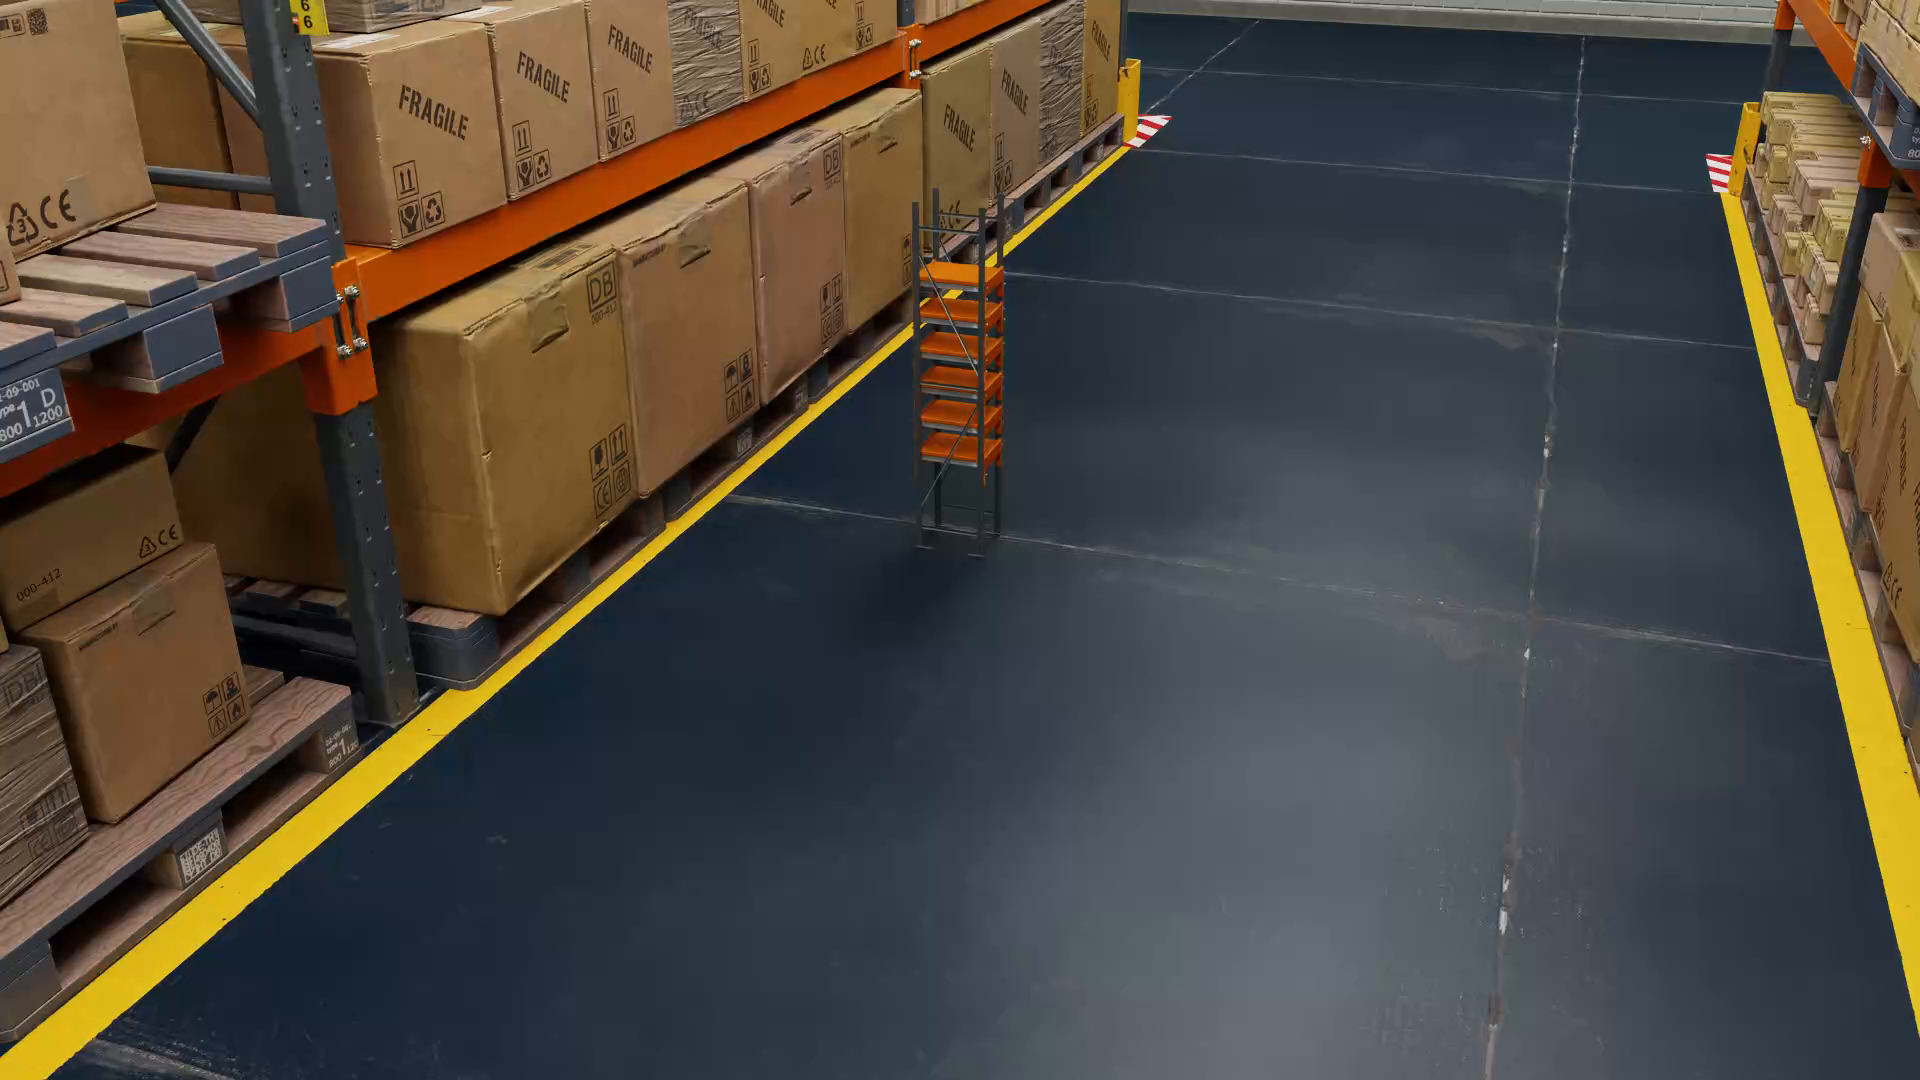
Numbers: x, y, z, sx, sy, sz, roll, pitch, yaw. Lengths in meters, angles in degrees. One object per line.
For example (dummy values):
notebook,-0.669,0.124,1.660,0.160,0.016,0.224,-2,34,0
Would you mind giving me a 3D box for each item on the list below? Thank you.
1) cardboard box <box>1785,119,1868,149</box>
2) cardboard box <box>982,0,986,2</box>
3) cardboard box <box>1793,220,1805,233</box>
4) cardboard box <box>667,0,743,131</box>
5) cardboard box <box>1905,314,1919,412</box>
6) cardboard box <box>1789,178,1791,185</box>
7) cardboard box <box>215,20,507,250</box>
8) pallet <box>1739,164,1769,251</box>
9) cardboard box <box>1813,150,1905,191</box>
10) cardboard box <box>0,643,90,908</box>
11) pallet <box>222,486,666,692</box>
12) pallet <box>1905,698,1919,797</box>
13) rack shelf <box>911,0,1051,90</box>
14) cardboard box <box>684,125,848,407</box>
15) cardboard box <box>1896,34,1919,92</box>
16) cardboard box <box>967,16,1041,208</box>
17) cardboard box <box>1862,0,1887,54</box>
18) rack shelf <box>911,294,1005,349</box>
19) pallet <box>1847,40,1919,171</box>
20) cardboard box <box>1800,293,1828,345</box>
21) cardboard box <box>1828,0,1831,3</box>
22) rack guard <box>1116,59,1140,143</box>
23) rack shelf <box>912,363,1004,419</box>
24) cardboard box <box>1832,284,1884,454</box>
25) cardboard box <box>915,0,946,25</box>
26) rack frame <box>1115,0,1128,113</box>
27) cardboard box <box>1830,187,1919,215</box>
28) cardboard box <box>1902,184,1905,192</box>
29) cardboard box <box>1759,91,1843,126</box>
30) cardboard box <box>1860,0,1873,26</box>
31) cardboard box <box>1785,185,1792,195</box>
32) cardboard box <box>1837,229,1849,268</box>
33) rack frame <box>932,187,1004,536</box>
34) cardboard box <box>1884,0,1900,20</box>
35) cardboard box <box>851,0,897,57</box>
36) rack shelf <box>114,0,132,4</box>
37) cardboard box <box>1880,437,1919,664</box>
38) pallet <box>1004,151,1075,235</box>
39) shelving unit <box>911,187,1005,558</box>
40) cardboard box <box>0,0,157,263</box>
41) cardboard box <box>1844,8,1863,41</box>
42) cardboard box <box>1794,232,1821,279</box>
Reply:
cardboard box,4.597,-2.117,8.787,0.380,0.149,0.250,7,27,15
cardboard box,-0.023,-2.841,8.463,0.380,0.149,0.250,8,27,16
cardboard box,4.252,-1.434,8.060,0.380,0.149,0.250,9,27,18
cardboard box,-1.104,-1.746,5.799,0.500,0.500,0.500,9,27,18
cardboard box,3.104,-0.503,4.873,0.500,0.250,0.500,10,28,19
cardboard box,4.534,-1.870,8.619,0.380,0.149,0.250,7,27,15
cardboard box,-1.608,-1.117,4.501,0.500,0.500,0.500,10,27,19
pallet,4.950,-1.824,9.275,1.003,0.211,1.213,9,27,17
cardboard box,4.372,-1.786,8.103,0.380,0.149,0.250,9,27,18
cardboard box,-2.403,0.523,3.591,0.700,0.500,0.500,6,27,13
pallet,-1.693,0.030,5.446,1.003,0.211,1.213,9,27,17
pallet,2.878,0.783,3.891,1.003,0.211,1.213,9,27,17
rack shelf,-0.030,-3.054,9.441,1.077,0.370,4.000,9,27,17
cardboard box,-1.186,-1.155,6.650,1.225,0.875,0.875,8,27,16
cardboard box,3.125,-1.456,5.121,0.380,0.149,0.250,9,27,18
cardboard box,-0.101,-2.418,9.258,0.875,0.875,0.875,9,27,17
cardboard box,3.383,-1.776,5.782,0.380,0.149,0.250,7,27,15
rack shelf,-0.005,-0.710,5.391,0.258,0.103,0.180,9,27,17
pallet,3.556,-1.416,5.452,1.003,0.211,1.213,9,27,17
cardboard box,3.757,-0.912,6.980,0.380,0.149,0.250,9,27,18
cardboard box,4.497,-2.695,8.163,0.380,0.149,0.250,8,27,16
rack guard,0.643,-3.085,11.547,1.175,0.500,0.348,9,27,17
rack shelf,-0.005,-0.494,5.496,0.258,0.103,0.180,9,27,17
cardboard box,3.452,-0.594,5.921,0.500,0.500,0.500,10,28,19
cardboard box,-0.284,-2.516,7.793,0.380,0.149,0.250,9,27,18
rack frame,0.635,-4.200,10.982,1.000,3.000,0.127,9,27,17
cardboard box,4.105,-1.462,7.435,0.380,0.149,0.250,10,27,19
cardboard box,5.015,-1.911,8.703,0.380,0.149,0.250,8,27,17
cardboard box,4.784,-2.446,9.468,0.380,0.149,0.250,8,27,15
cardboard box,3.843,-2.214,6.424,0.500,0.500,0.500,9,27,18
cardboard box,4.533,-1.746,8.703,0.380,0.149,0.250,9,27,18
cardboard box,3.821,-1.153,6.796,0.380,0.149,0.250,10,27,19
rack frame,0.026,-0.572,5.554,0.240,1.200,0.006,9,27,17
cardboard box,3.299,-1.803,5.497,0.380,0.149,0.250,8,27,16
cardboard box,-0.594,-2.369,7.086,0.500,0.500,0.500,9,27,18
rack shelf,-4.701,-3.772,10.925,1.077,0.370,4.000,9,27,17
cardboard box,2.926,0.044,4.604,0.500,0.500,0.500,8,27,15
pallet,0.035,-2.105,9.855,1.003,0.211,1.213,9,27,17
shelving unit,-0.005,-0.534,5.476,0.258,1.200,0.189,9,27,17
cardboard box,-2.169,-0.918,3.608,0.500,0.500,0.500,5,26,11
cardboard box,4.122,-2.275,7.294,0.380,0.149,0.250,8,27,15
cardboard box,3.904,-1.236,7.309,0.380,0.149,0.250,8,27,16
